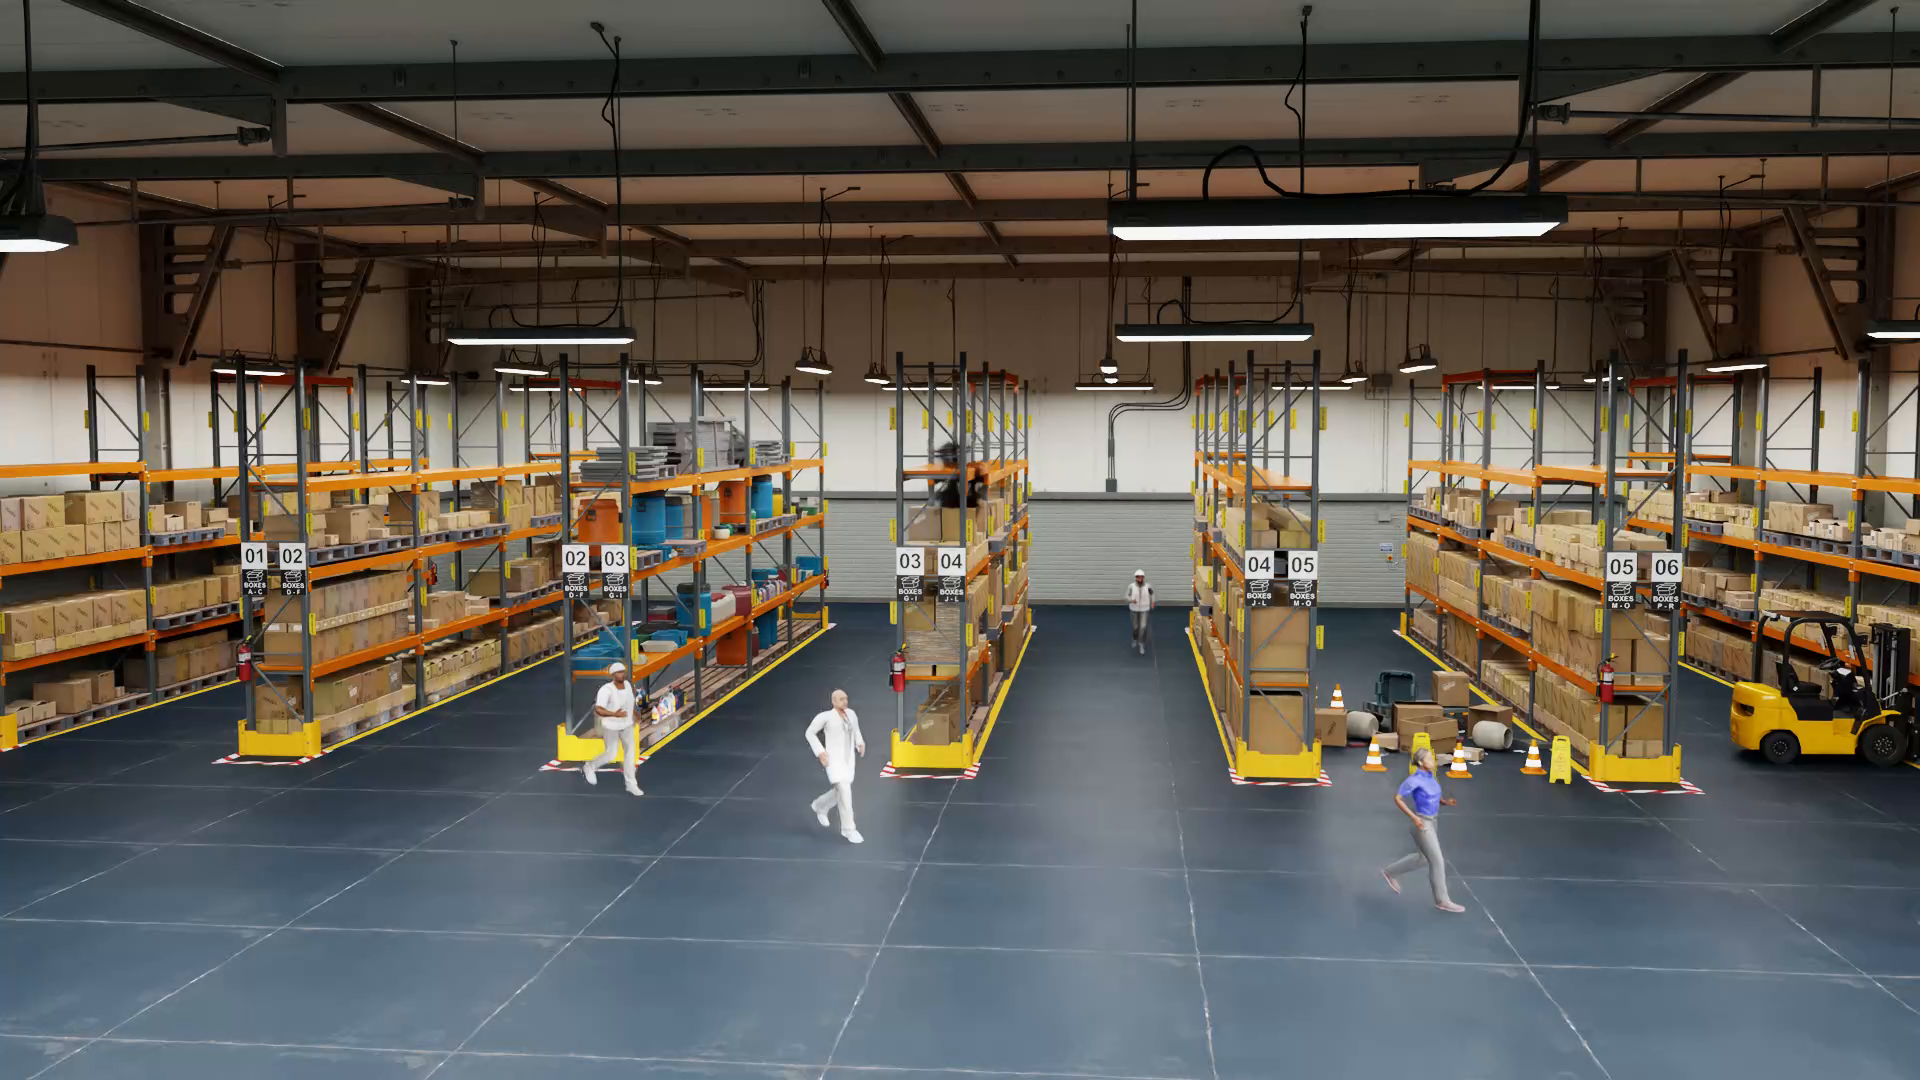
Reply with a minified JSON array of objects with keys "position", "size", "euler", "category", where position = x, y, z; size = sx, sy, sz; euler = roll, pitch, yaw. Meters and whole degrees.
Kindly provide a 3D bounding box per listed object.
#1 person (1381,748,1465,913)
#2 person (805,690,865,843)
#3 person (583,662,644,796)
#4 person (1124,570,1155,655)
[{"position":[4.765,2.951,17.108],"size":[0.905,1.633,0.583],"euler":[3,5,34],"category":"person"},{"position":[-1.489,2.696,20.110],"size":[0.966,1.793,0.717],"euler":[4,5,42],"category":"person"},{"position":[-4.648,2.526,22.455],"size":[0.975,1.773,0.710],"euler":[3,5,38],"category":"person"},{"position":[3.911,1.546,36.181],"size":[0.674,1.808,0.849],"euler":[0,4,6],"category":"person"}]
